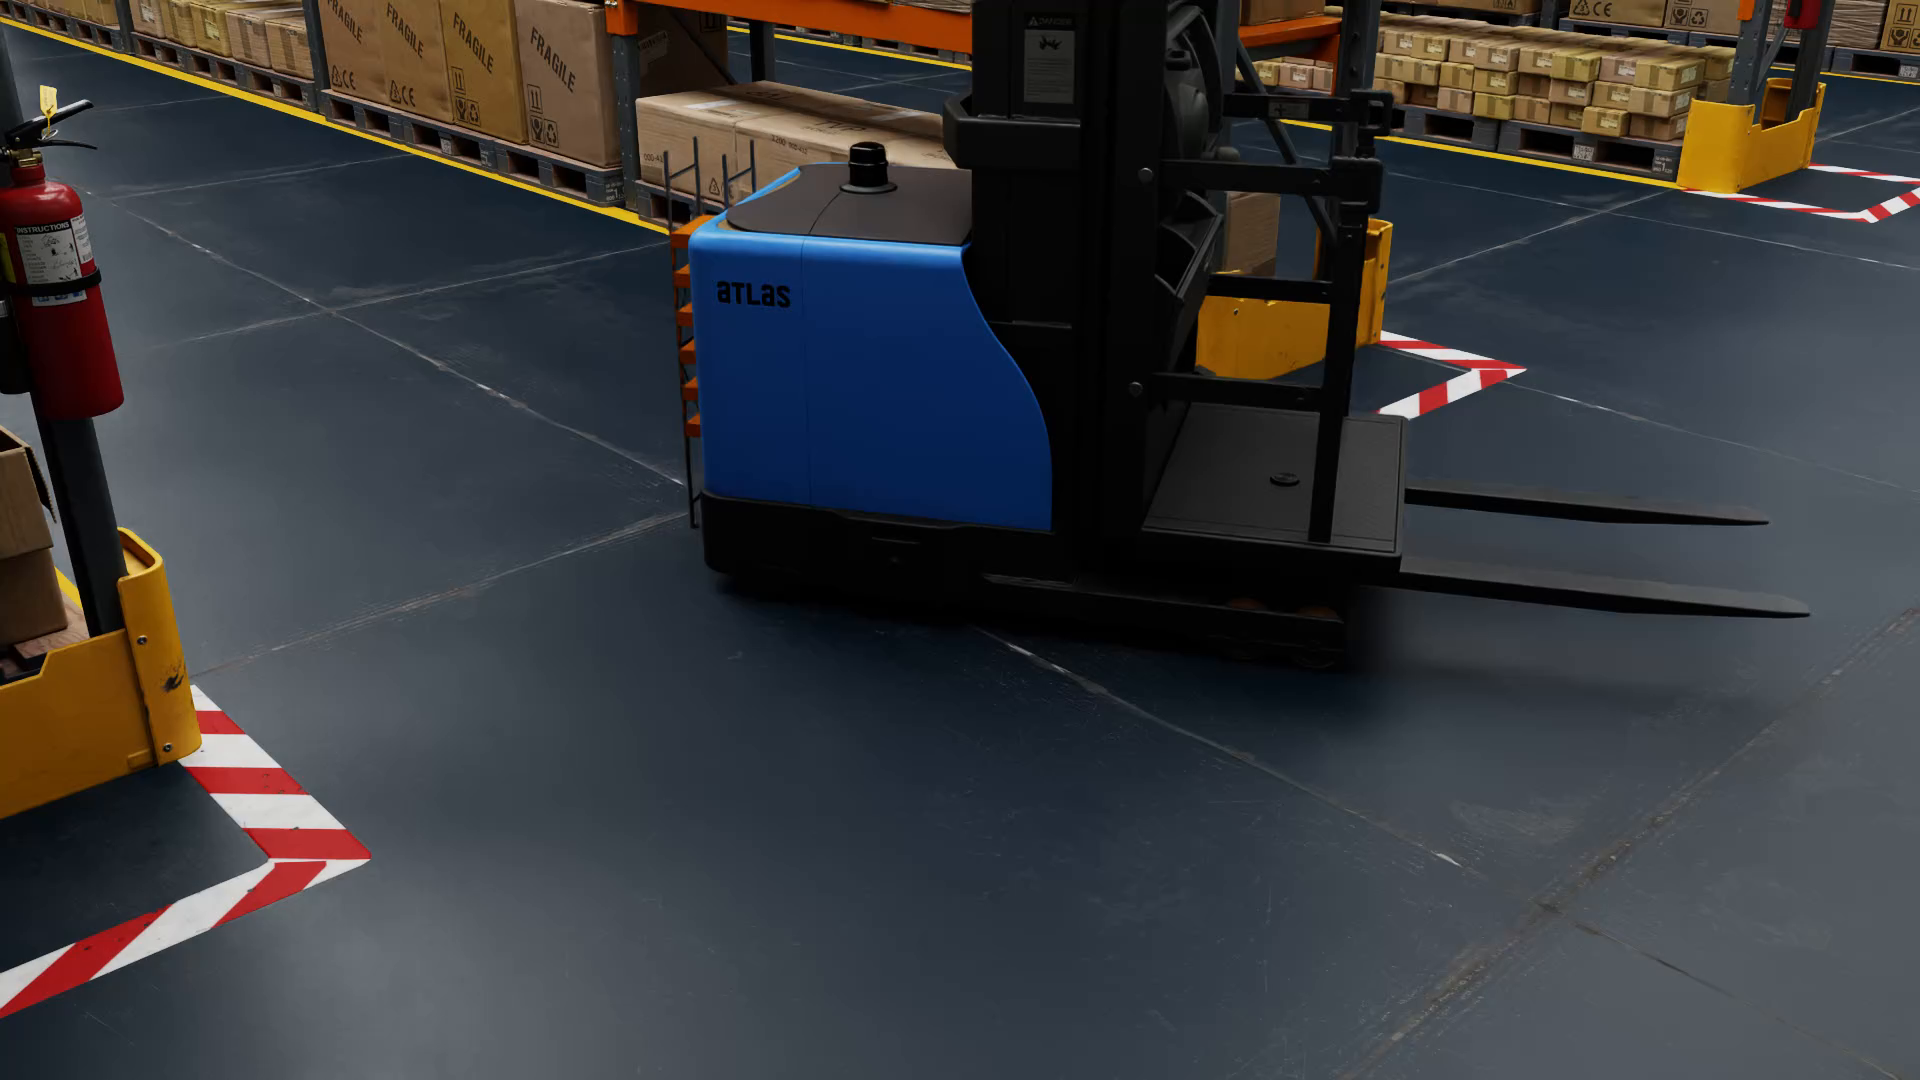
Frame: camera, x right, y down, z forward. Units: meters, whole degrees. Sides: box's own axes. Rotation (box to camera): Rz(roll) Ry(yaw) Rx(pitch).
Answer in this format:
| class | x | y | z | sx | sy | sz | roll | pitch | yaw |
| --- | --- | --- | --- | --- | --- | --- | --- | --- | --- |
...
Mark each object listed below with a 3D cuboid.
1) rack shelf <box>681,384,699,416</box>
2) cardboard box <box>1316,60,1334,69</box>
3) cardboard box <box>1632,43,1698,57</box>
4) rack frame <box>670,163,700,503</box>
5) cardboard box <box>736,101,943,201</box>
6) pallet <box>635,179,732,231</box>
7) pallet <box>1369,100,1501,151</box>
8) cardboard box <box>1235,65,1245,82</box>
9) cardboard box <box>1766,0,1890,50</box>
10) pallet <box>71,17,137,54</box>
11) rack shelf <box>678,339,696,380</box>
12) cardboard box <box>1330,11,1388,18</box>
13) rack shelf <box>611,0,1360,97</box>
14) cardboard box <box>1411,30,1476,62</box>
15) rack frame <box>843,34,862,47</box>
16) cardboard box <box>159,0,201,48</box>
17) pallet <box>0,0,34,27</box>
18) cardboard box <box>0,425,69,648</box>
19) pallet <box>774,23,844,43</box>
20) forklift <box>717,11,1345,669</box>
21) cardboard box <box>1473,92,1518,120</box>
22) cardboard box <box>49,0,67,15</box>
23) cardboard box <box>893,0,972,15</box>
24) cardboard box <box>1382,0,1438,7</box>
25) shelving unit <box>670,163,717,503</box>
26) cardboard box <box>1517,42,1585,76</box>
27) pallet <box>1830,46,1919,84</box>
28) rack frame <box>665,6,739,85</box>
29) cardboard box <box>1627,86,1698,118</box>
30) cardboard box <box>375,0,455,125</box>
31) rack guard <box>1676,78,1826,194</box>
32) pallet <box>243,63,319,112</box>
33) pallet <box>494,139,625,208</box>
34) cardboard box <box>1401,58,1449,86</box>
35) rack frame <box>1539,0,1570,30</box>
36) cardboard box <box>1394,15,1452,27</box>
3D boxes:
| class | x | y | z | sx | sy | sz | roll | pitch | yaw |
| --- | --- | --- | --- | --- | --- | --- | --- | --- | --- |
| rack shelf | -0.742 | -0.472 | 5.235 | 0.180 | 0.103 | 0.258 | 6 | 25 | 13 |
| cardboard box | 2.710 | -3.400 | 11.659 | 0.250 | 0.149 | 0.380 | 22 | 32 | 39 |
| cardboard box | 4.429 | -3.026 | 10.481 | 0.380 | 0.149 | 0.250 | -21 | 32 | -38 |
| rack frame | -0.830 | -0.631 | 5.187 | 0.002 | 1.046 | 0.228 | 6 | 25 | 13 |
| cardboard box | -0.500 | -1.867 | 8.310 | 0.875 | 0.438 | 0.875 | -22 | 33 | -40 |
| pallet | -1.000 | -1.812 | 8.969 | 1.003 | 0.211 | 1.213 | -21 | 32 | -38 |
| pallet | 3.405 | -2.937 | 11.433 | 1.003 | 0.211 | 1.213 | -21 | 32 | -38 |
| cardboard box | 2.096 | -3.461 | 12.152 | 0.250 | 0.149 | 0.380 | 22 | 33 | 40 |
| cardboard box | 7.387 | -4.604 | 13.783 | 0.875 | 0.875 | 0.875 | -21 | 32 | -38 |
| pallet | -7.415 | -4.682 | 15.259 | 1.003 | 0.211 | 1.213 | -21 | 32 | -38 |
| rack shelf | -0.742 | -0.581 | 5.185 | 0.180 | 0.103 | 0.258 | 6 | 25 | 13 |
| cardboard box | 2.894 | -3.760 | 12.089 | 0.380 | 0.149 | 0.250 | -22 | 32 | -39 |
| rack shelf | -0.096 | -2.400 | 7.765 | 1.077 | 0.370 | 4.000 | -21 | 32 | -38 |
| cardboard box | 3.215 | -3.289 | 11.058 | 0.380 | 0.149 | 0.250 | -21 | 32 | -38 |
| rack frame | -1.542 | -7.880 | 18.910 | 5.960 | 3.000 | 8.026 | -21 | 32 | -38 |
| cardboard box | -3.641 | -4.001 | 10.816 | 0.950 | 2.239 | 8.285 | -19 | 31 | -35 |
| pallet | -9.083 | -5.421 | 16.880 | 1.003 | 0.211 | 1.213 | -21 | 32 | -38 |
| cardboard box | -2.698 | 0.020 | 4.094 | 0.637 | 0.503 | 0.797 | 22 | 33 | 40 |
| pallet | -1.136 | -4.972 | 15.894 | 1.003 | 0.211 | 1.213 | -21 | 32 | -38 |
| forklift | 8.971 | -9.182 | 14.535 | 12.285 | 9.000 | 29.450 | 6 | 25 | 13 |
| cardboard box | 3.538 | -2.835 | 10.780 | 0.250 | 0.149 | 0.380 | 22 | 33 | 39 |
| cardboard box | -8.246 | -5.114 | 15.653 | 0.500 | 0.250 | 0.500 | -21 | 32 | -38 |
| cardboard box | 0.058 | -2.548 | 7.100 | 0.500 | 0.500 | 0.500 | -20 | 31 | -37 |
| cardboard box | 4.708 | -5.828 | 16.465 | 0.875 | 0.875 | 1.225 | 22 | 33 | 40 |
| shelving unit | -0.743 | -0.622 | 5.167 | 0.183 | 1.046 | 0.258 | 6 | 25 | 13 |
| cardboard box | 3.738 | -3.041 | 10.514 | 0.250 | 0.149 | 0.380 | 22 | 33 | 40 |
| pallet | 7.902 | -3.884 | 13.511 | 1.003 | 0.211 | 1.213 | -21 | 32 | -38 |
| rack frame | -1.465 | -3.333 | 8.941 | 0.949 | 2.616 | 0.053 | -21 | 32 | -38 |
| cardboard box | 4.247 | -2.665 | 10.048 | 0.380 | 0.149 | 0.250 | -22 | 33 | -40 |
| cardboard box | -3.179 | -3.266 | 10.848 | 0.875 | 0.875 | 0.875 | -21 | 32 | -38 |
| rack guard | 4.764 | -2.442 | 10.002 | 1.175 | 0.500 | 0.348 | -21 | 32 | -38 |
| pallet | -4.730 | -3.514 | 12.699 | 1.003 | 0.211 | 1.213 | -21 | 32 | -38 |
| pallet | -2.045 | -2.277 | 9.988 | 1.003 | 0.211 | 1.213 | -21 | 32 | -38 |
| cardboard box | 3.157 | -3.134 | 11.075 | 0.380 | 0.149 | 0.250 | -21 | 32 | -38 |
| rack frame | 5.771 | -6.145 | 15.106 | 1.000 | 3.000 | 0.127 | -21 | 32 | -38 |
| cardboard box | 3.267 | -3.603 | 11.746 | 0.250 | 0.149 | 0.380 | 22 | 32 | 39 |
